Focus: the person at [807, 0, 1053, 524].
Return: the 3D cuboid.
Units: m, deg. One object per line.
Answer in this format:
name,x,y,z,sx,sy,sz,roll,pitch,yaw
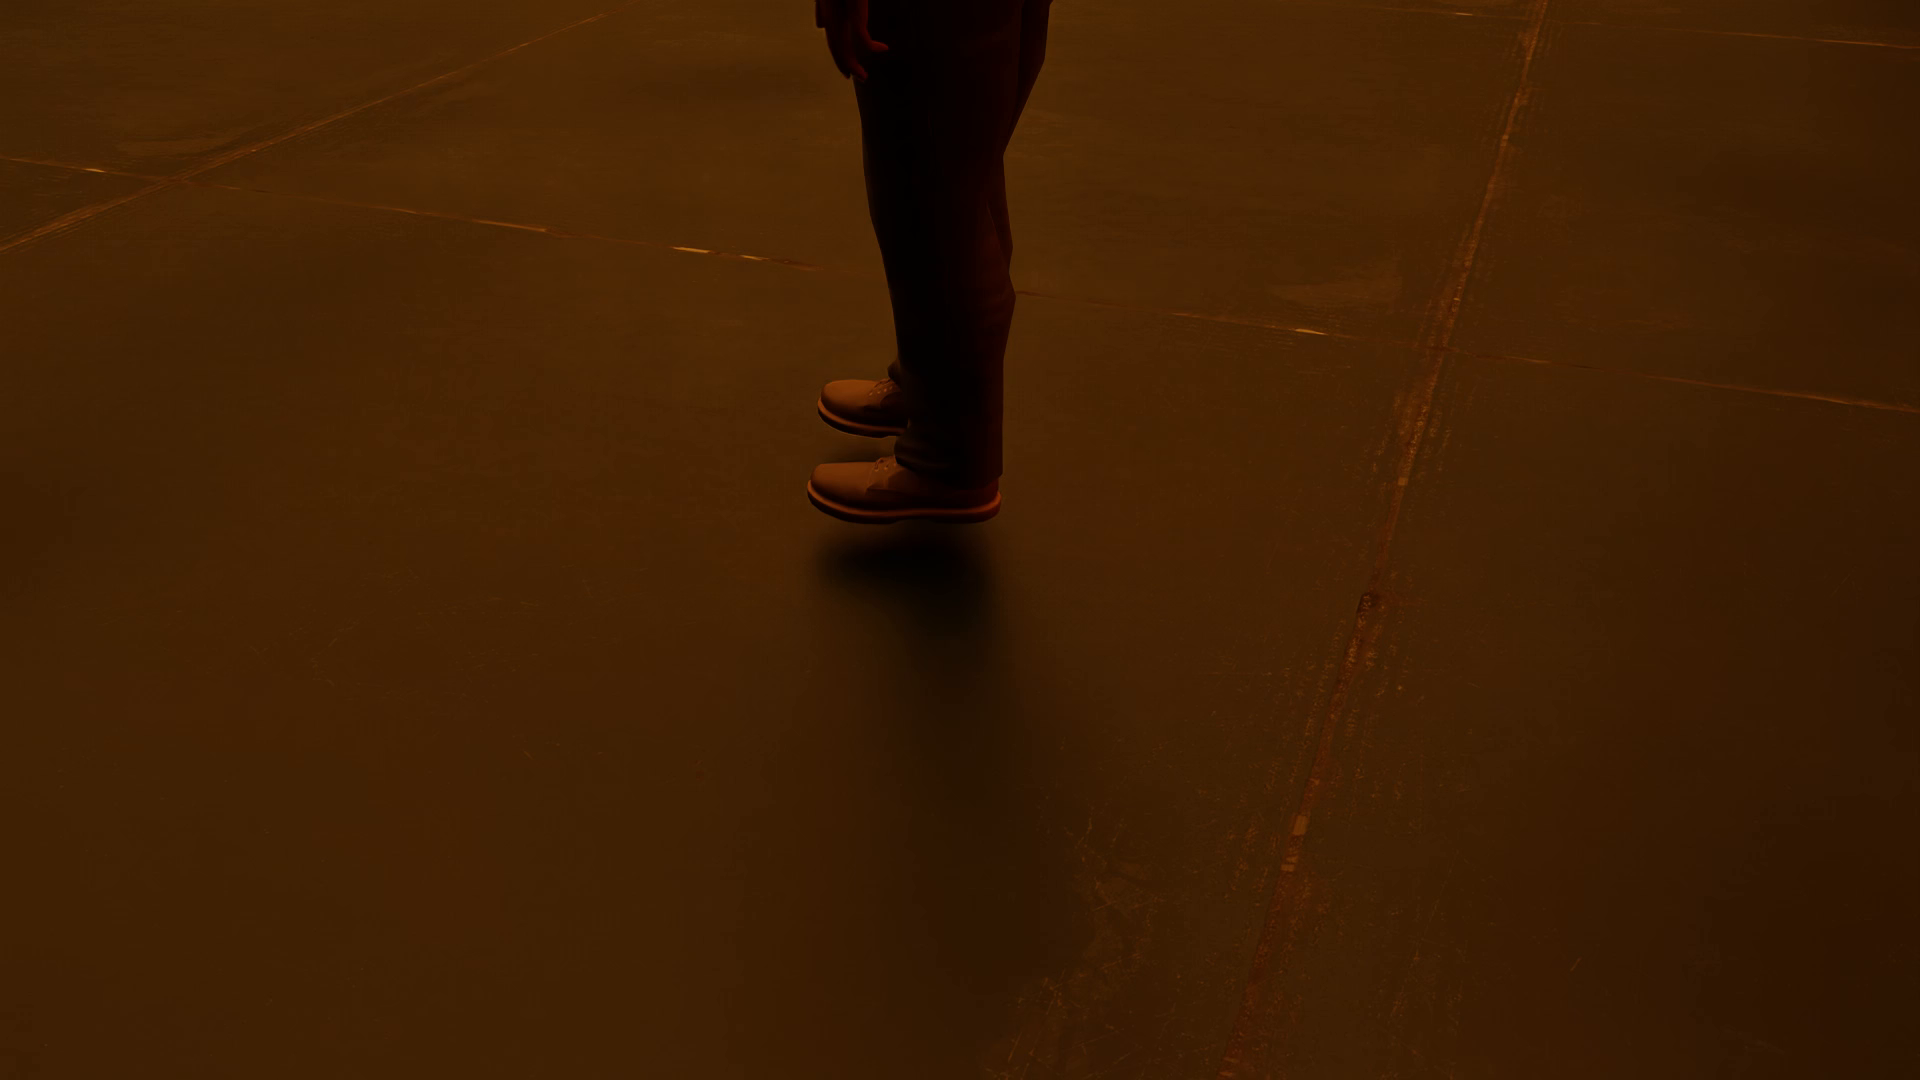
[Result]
person,-0.075,-0.786,2.111,0.503,1.656,0.569,10,31,18
